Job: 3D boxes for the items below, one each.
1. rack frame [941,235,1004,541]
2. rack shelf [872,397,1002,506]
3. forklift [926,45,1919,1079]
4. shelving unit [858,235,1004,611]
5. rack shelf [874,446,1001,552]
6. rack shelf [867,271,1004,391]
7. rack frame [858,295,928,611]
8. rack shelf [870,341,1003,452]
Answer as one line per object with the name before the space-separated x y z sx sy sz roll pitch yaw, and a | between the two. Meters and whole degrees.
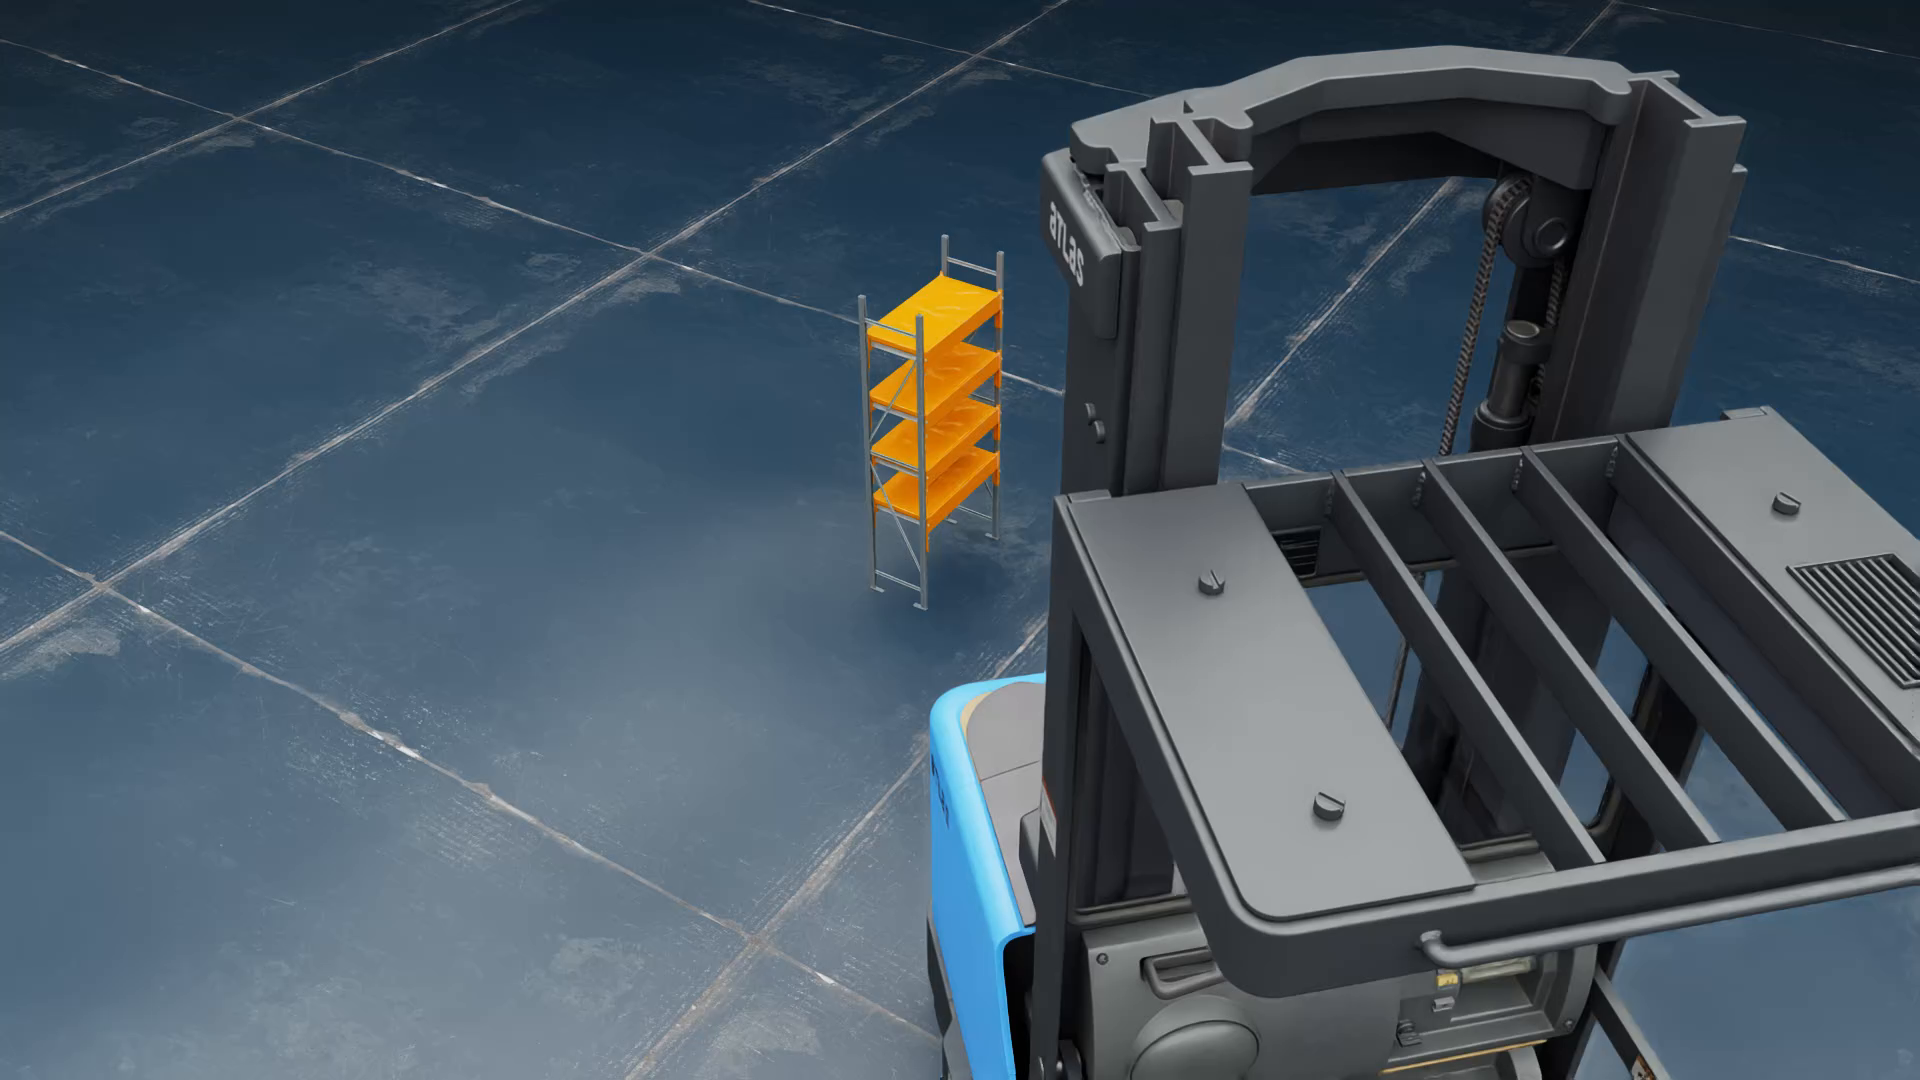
rack frame | 0.042 -0.516 5.936 0.240 1.200 0.015 21 42 25
rack shelf | -0.089 -0.337 5.814 0.258 0.148 0.480 21 42 25
forklift | 0.719 0.866 2.726 1.130 2.935 3.031 -7 38 -9
shelving unit | -0.089 -0.390 5.773 0.258 1.200 0.503 21 42 25
rack shelf | -0.089 -0.179 5.935 0.258 0.148 0.480 21 42 25
rack shelf | -0.089 -0.701 5.533 0.258 0.148 0.480 21 42 25
rack frame | -0.219 -0.264 5.610 0.240 1.200 0.015 21 42 25
rack shelf | -0.089 -0.514 5.677 0.258 0.148 0.480 21 42 25
